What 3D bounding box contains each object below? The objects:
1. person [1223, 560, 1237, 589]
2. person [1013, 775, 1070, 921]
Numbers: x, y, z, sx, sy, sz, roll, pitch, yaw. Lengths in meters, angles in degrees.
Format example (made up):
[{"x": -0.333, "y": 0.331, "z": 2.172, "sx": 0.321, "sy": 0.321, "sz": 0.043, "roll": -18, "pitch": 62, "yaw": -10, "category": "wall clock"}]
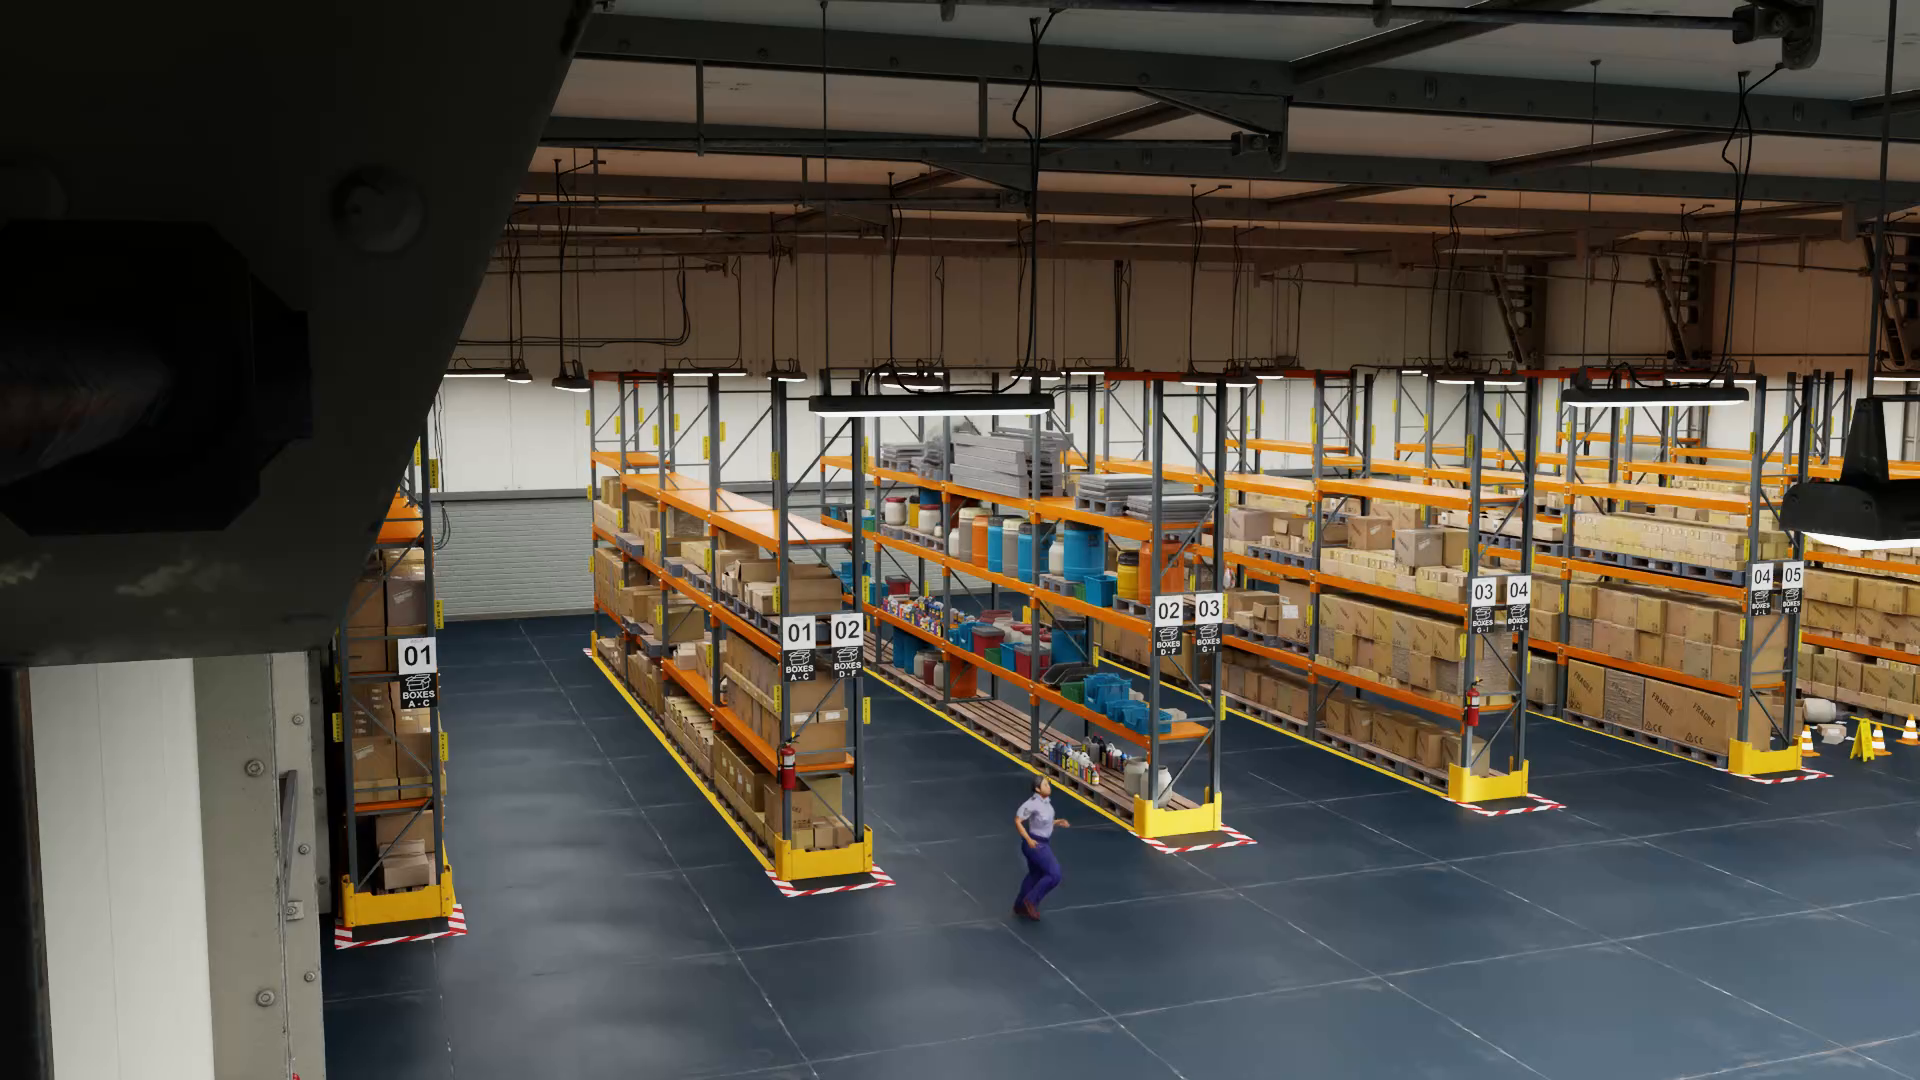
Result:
[{"x": 5.912, "y": 1.267, "z": 37.476, "sx": 0.656, "sy": 1.813, "sz": 0.859, "roll": -1, "pitch": 7, "yaw": -13, "category": "person"}, {"x": 0.913, "y": 3.447, "z": 18.690, "sx": 0.631, "sy": 1.631, "sz": 0.581, "roll": 1, "pitch": 6, "yaw": 11, "category": "person"}]
